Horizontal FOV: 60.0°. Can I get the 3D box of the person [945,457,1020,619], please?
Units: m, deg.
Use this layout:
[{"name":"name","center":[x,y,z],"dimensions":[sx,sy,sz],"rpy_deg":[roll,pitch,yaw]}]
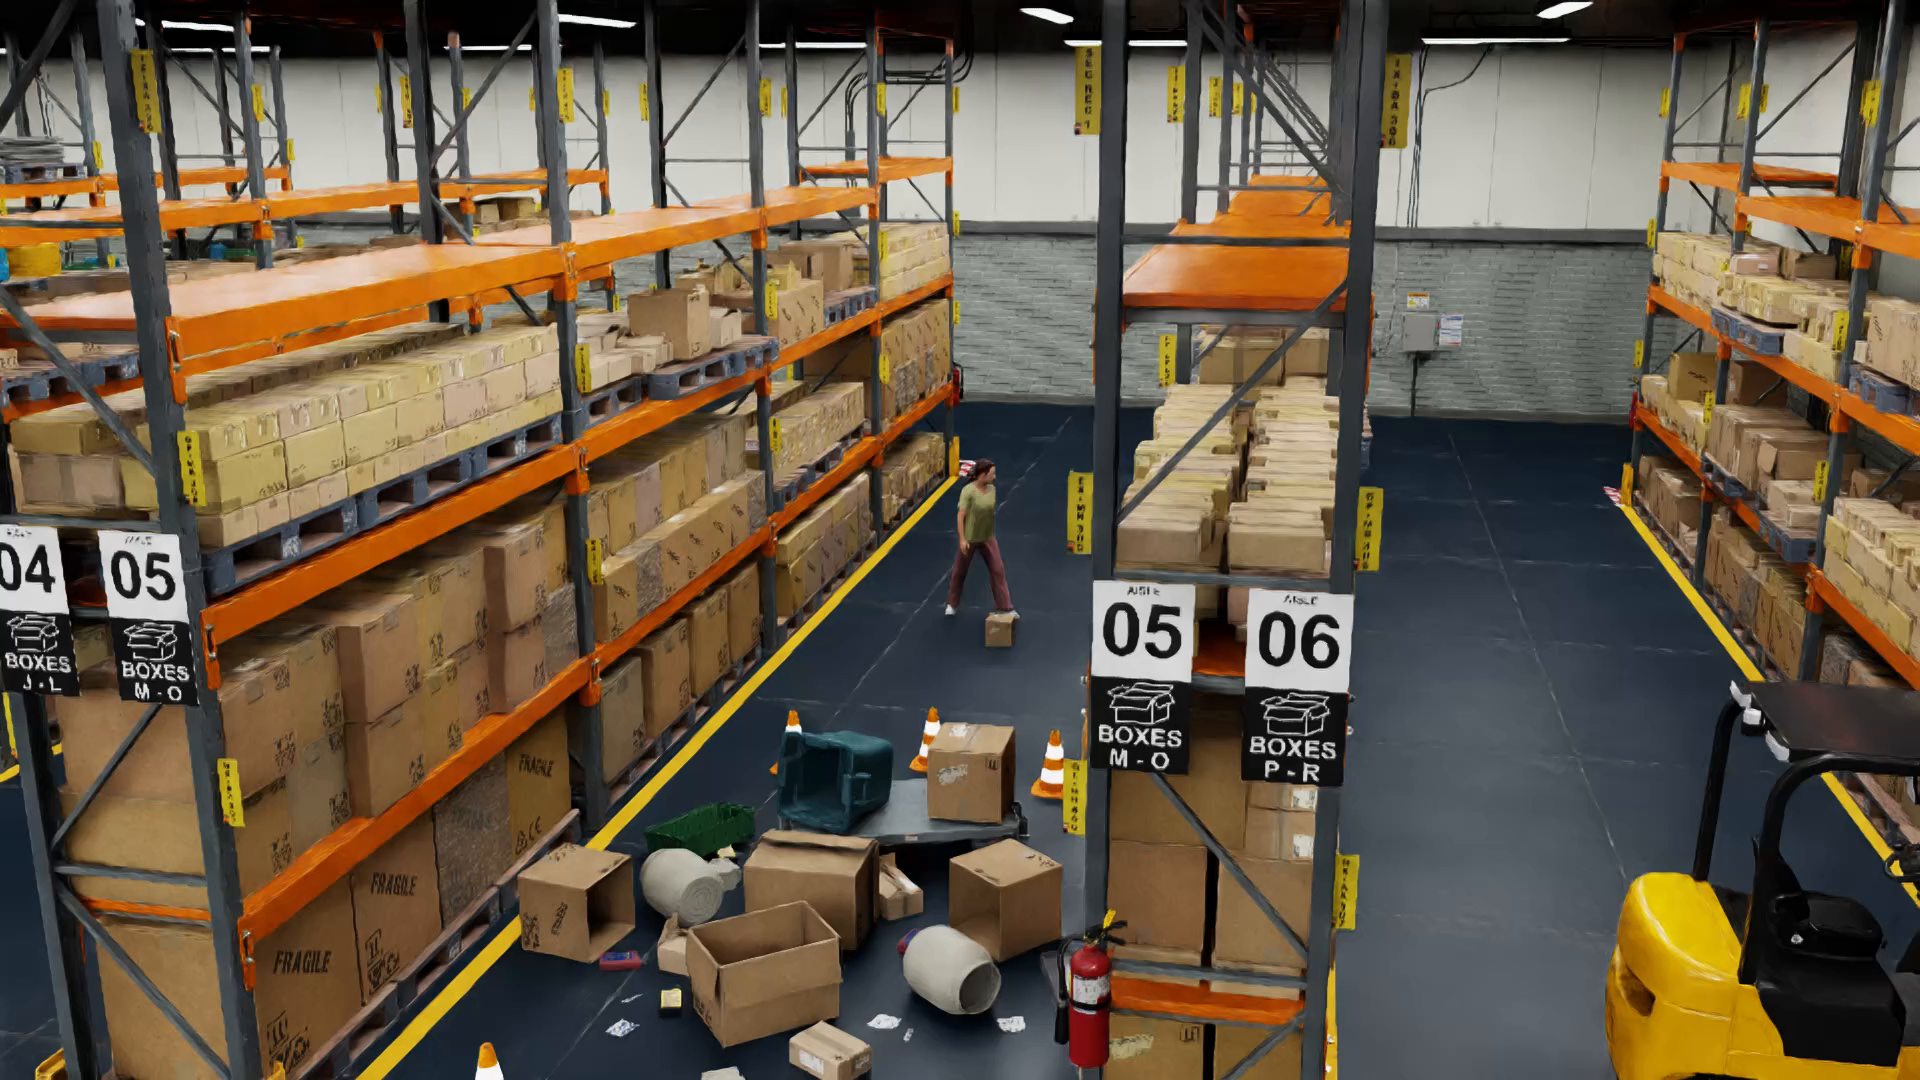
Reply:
[{"name":"person","center":[0.172,-0.021,16.494],"dimensions":[0.603,1.641,0.747],"rpy_deg":[-9,17,-32]}]
